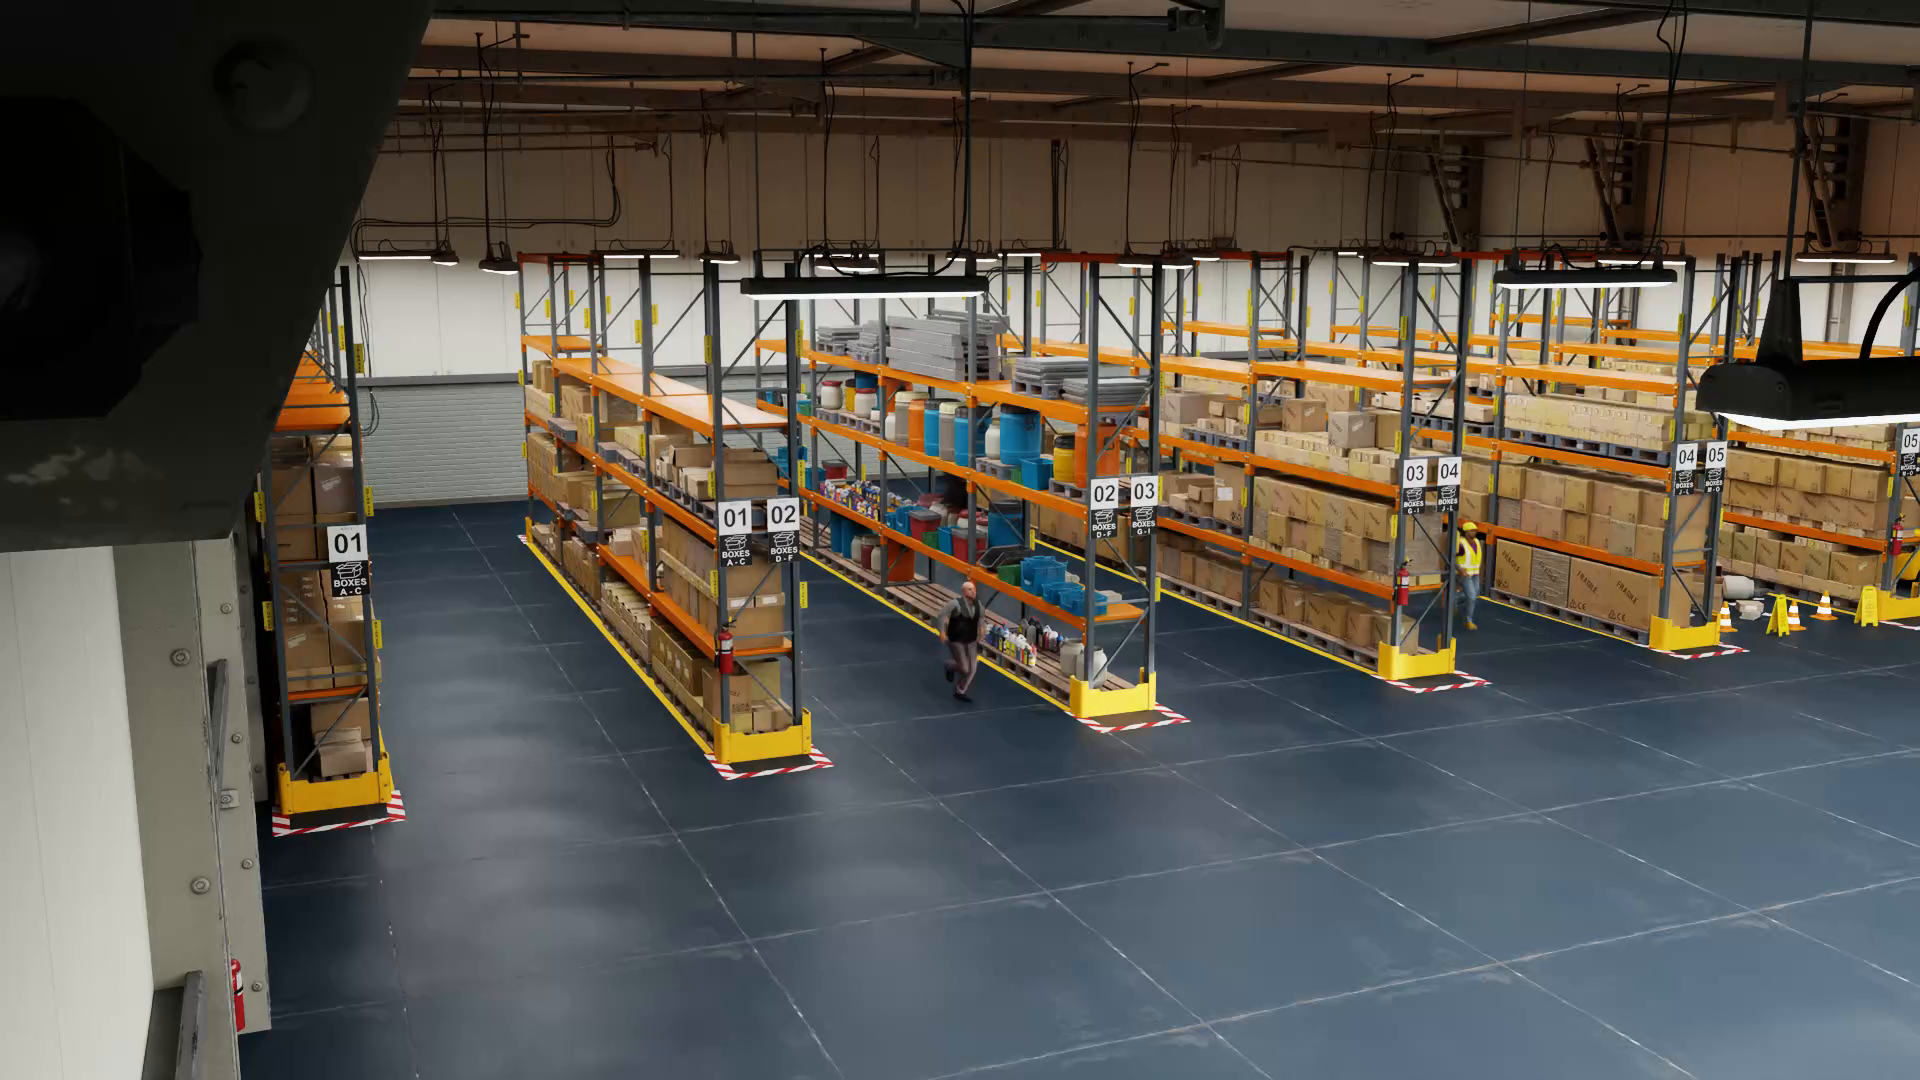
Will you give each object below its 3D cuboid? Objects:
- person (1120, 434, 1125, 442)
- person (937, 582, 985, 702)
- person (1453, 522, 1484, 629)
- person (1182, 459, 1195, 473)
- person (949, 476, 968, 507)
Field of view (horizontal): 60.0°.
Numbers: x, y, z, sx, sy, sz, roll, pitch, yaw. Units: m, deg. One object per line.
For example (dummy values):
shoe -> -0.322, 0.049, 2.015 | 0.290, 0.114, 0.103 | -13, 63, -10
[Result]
person -> 3.904, -1.842, 40.584 | 0.594, 1.653, 0.779 | 3, 11, 14
person -> 0.042, 1.395, 22.885 | 0.693, 1.674, 0.681 | -7, 12, -33
person -> 8.271, 0.560, 27.228 | 0.709, 1.734, 0.654 | -7, 12, -32
person -> 5.932, -2.289, 42.723 | 0.663, 1.725, 0.629 | 9, 14, 41
person -> 0.062, -0.426, 32.409 | 0.664, 1.852, 0.776 | -6, 12, -30
